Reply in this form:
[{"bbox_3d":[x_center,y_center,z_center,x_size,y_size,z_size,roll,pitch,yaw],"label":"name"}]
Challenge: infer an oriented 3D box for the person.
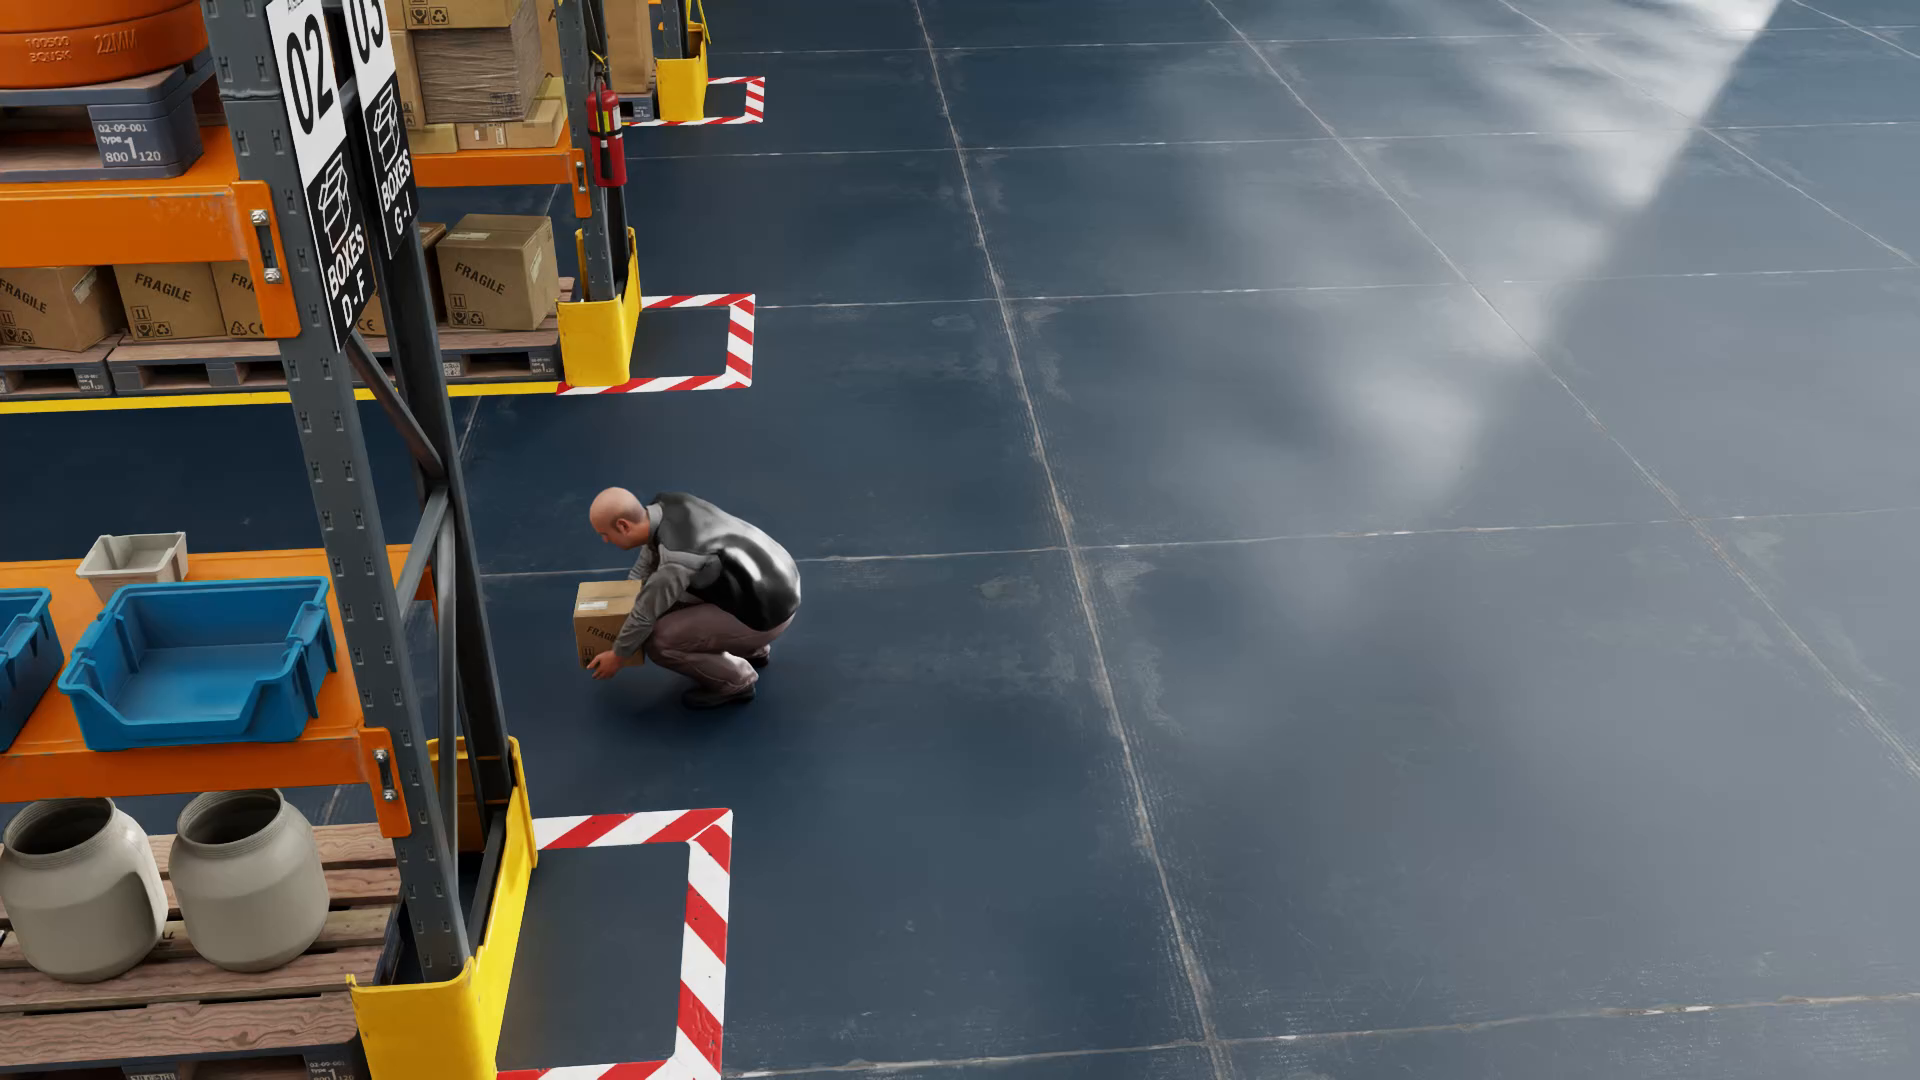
[{"bbox_3d":[-1.062,0.191,6.593,0.853,0.960,0.529,-3,31,-5],"label":"person"}]
